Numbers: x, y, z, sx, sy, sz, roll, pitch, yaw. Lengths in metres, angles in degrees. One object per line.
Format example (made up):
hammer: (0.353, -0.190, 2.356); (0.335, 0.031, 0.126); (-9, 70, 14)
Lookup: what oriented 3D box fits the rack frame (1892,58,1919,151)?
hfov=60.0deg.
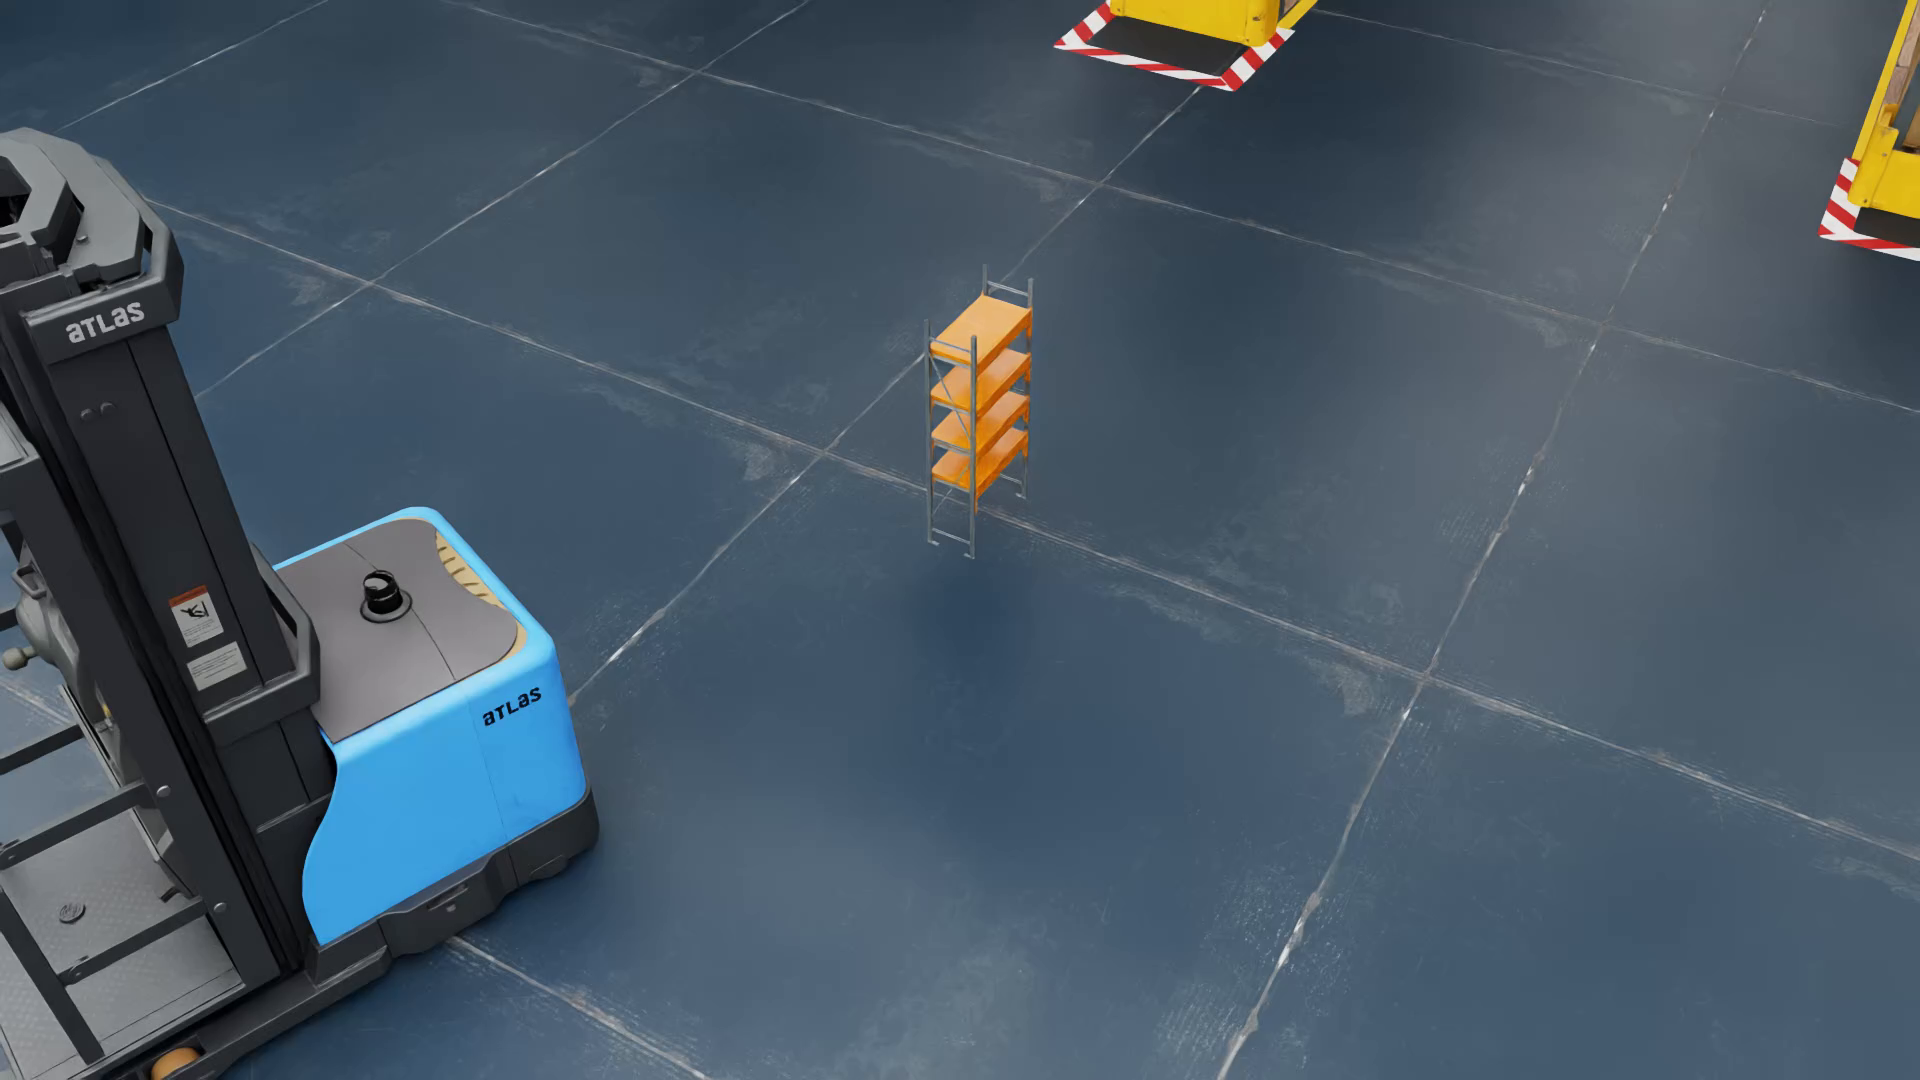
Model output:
rack frame: (5.840, -3.040, 8.748); (1.000, 3.000, 0.127); (21, 45, 22)

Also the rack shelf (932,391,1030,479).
rack shelf: (0.083, -0.495, 7.321); (0.258, 0.148, 0.480); (21, 45, 22)

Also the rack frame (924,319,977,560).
rack frame: (-0.039, -0.405, 7.118); (0.240, 1.200, 0.015); (21, 45, 22)

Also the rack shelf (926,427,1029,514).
rack shelf: (0.083, -0.345, 7.452); (0.258, 0.148, 0.480); (21, 45, 22)

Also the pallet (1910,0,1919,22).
pallet: (7.393, -3.873, 11.804); (1.003, 0.211, 1.213); (21, 45, 22)

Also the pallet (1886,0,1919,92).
pallet: (6.784, -3.172, 11.008); (1.003, 0.211, 1.213); (21, 45, 22)

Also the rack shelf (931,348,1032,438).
rack shelf: (0.083, -0.662, 7.173); (0.258, 0.148, 0.480); (21, 45, 22)

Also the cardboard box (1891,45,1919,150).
cardboard box: (6.122, -2.810, 9.776); (0.875, 0.875, 0.875); (21, 46, 22)

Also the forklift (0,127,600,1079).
forklift: (-2.809, 0.420, 4.871); (3.031, 2.935, 1.130); (-28, 49, -28)

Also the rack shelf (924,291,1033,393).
rack shelf: (0.083, -0.840, 7.017); (0.258, 0.148, 0.480); (21, 45, 22)

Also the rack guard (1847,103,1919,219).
rack guard: (5.828, -2.088, 9.558); (1.175, 0.500, 0.348); (21, 45, 22)

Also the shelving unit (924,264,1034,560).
shelving unit: (0.083, -0.545, 7.277); (0.258, 1.200, 0.503); (21, 45, 22)

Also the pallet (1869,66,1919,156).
pallet: (6.172, -2.477, 10.218); (1.003, 0.211, 1.213); (21, 45, 22)

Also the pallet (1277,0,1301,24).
pallet: (2.072, -4.188, 12.162); (1.003, 0.211, 1.213); (21, 45, 22)

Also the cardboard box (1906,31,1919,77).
cardboard box: (6.561, -3.314, 10.349); (0.875, 0.875, 0.875); (20, 45, 21)

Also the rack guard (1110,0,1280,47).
rack guard: (1.634, -3.843, 11.551); (1.175, 0.500, 0.348); (21, 45, 22)

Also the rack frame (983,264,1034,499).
rack frame: (0.205, -0.685, 7.435); (0.240, 1.200, 0.015); (21, 45, 22)
